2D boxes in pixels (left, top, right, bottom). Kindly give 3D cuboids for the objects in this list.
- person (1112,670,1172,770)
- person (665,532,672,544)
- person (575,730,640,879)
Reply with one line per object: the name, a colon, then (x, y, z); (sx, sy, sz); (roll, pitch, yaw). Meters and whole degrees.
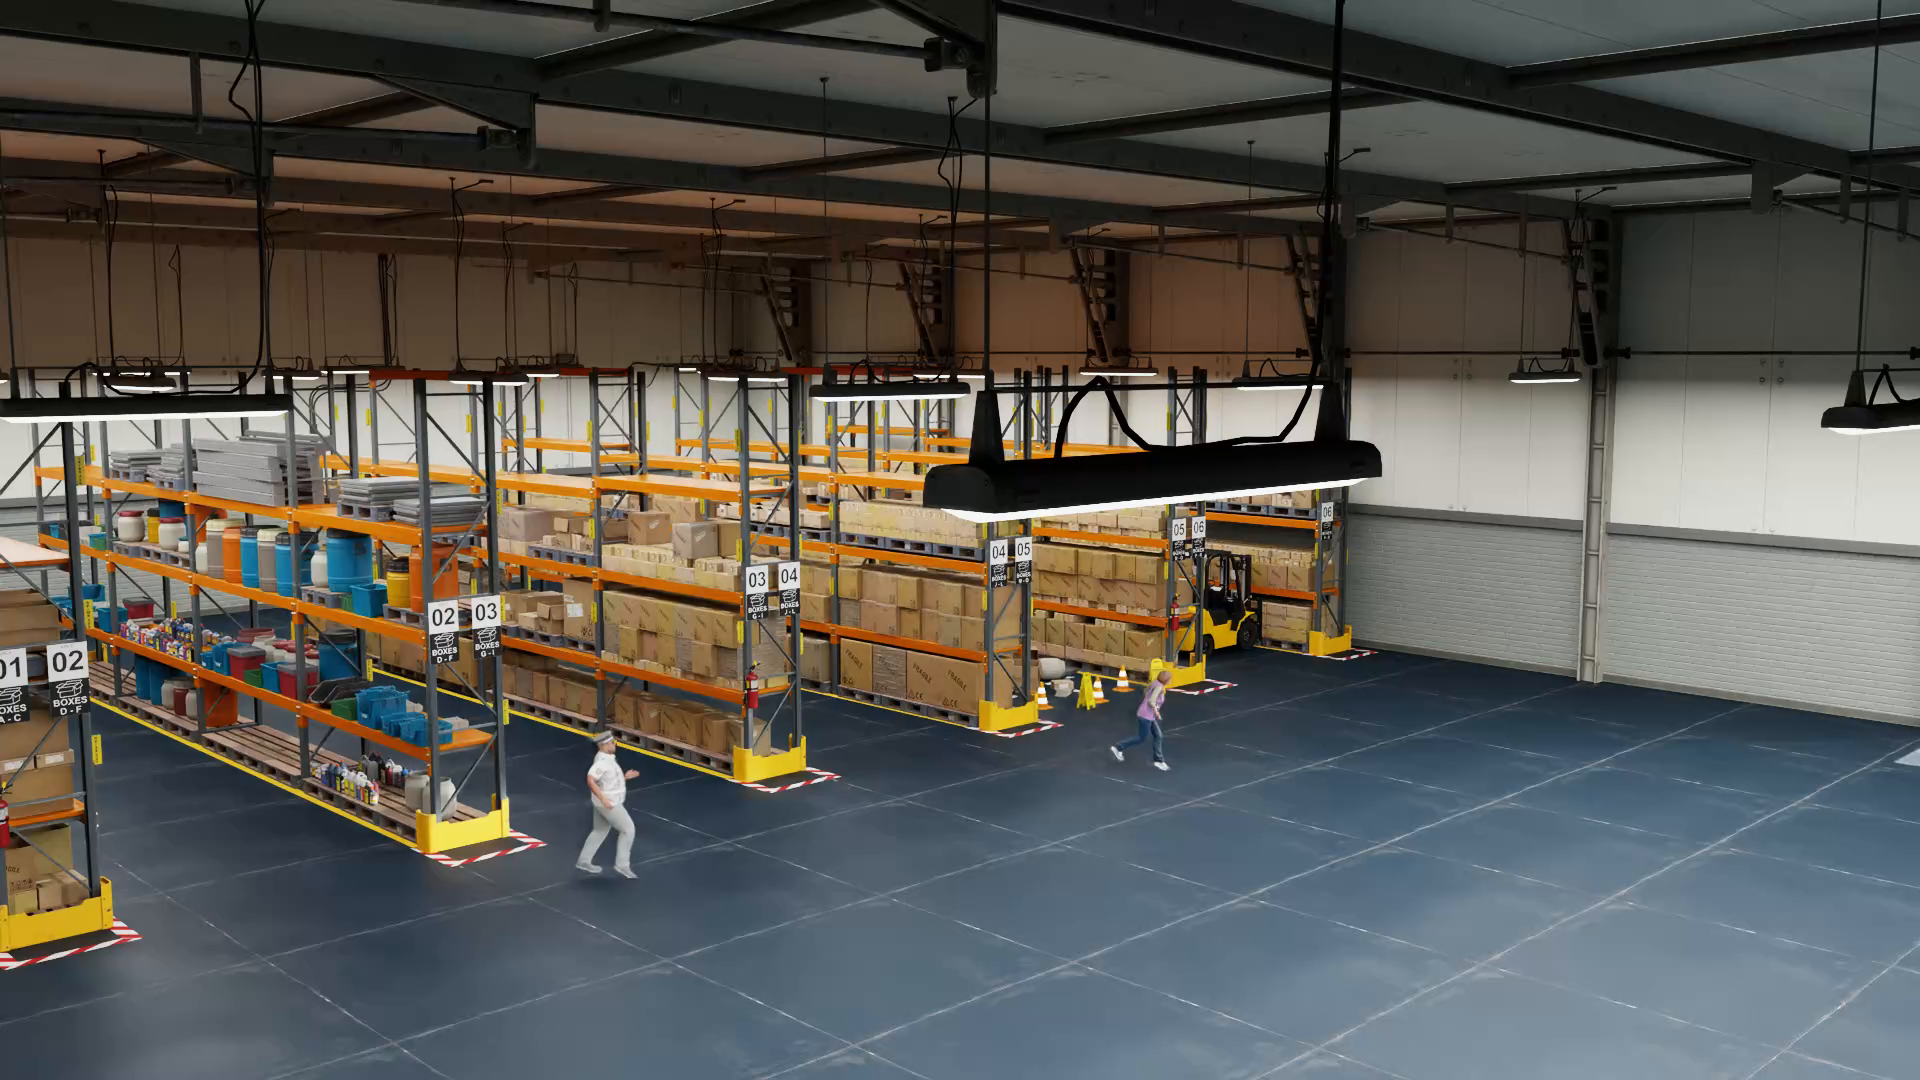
person: (2.761, 2.741, 25.303); (0.903, 1.549, 0.562); (0, 6, -1)
person: (-7.629, 0.508, 43.955); (0.723, 1.716, 0.751); (6, 9, 42)
person: (-4.242, 3.204, 20.024); (0.791, 1.854, 0.635); (-3, 7, -22)
